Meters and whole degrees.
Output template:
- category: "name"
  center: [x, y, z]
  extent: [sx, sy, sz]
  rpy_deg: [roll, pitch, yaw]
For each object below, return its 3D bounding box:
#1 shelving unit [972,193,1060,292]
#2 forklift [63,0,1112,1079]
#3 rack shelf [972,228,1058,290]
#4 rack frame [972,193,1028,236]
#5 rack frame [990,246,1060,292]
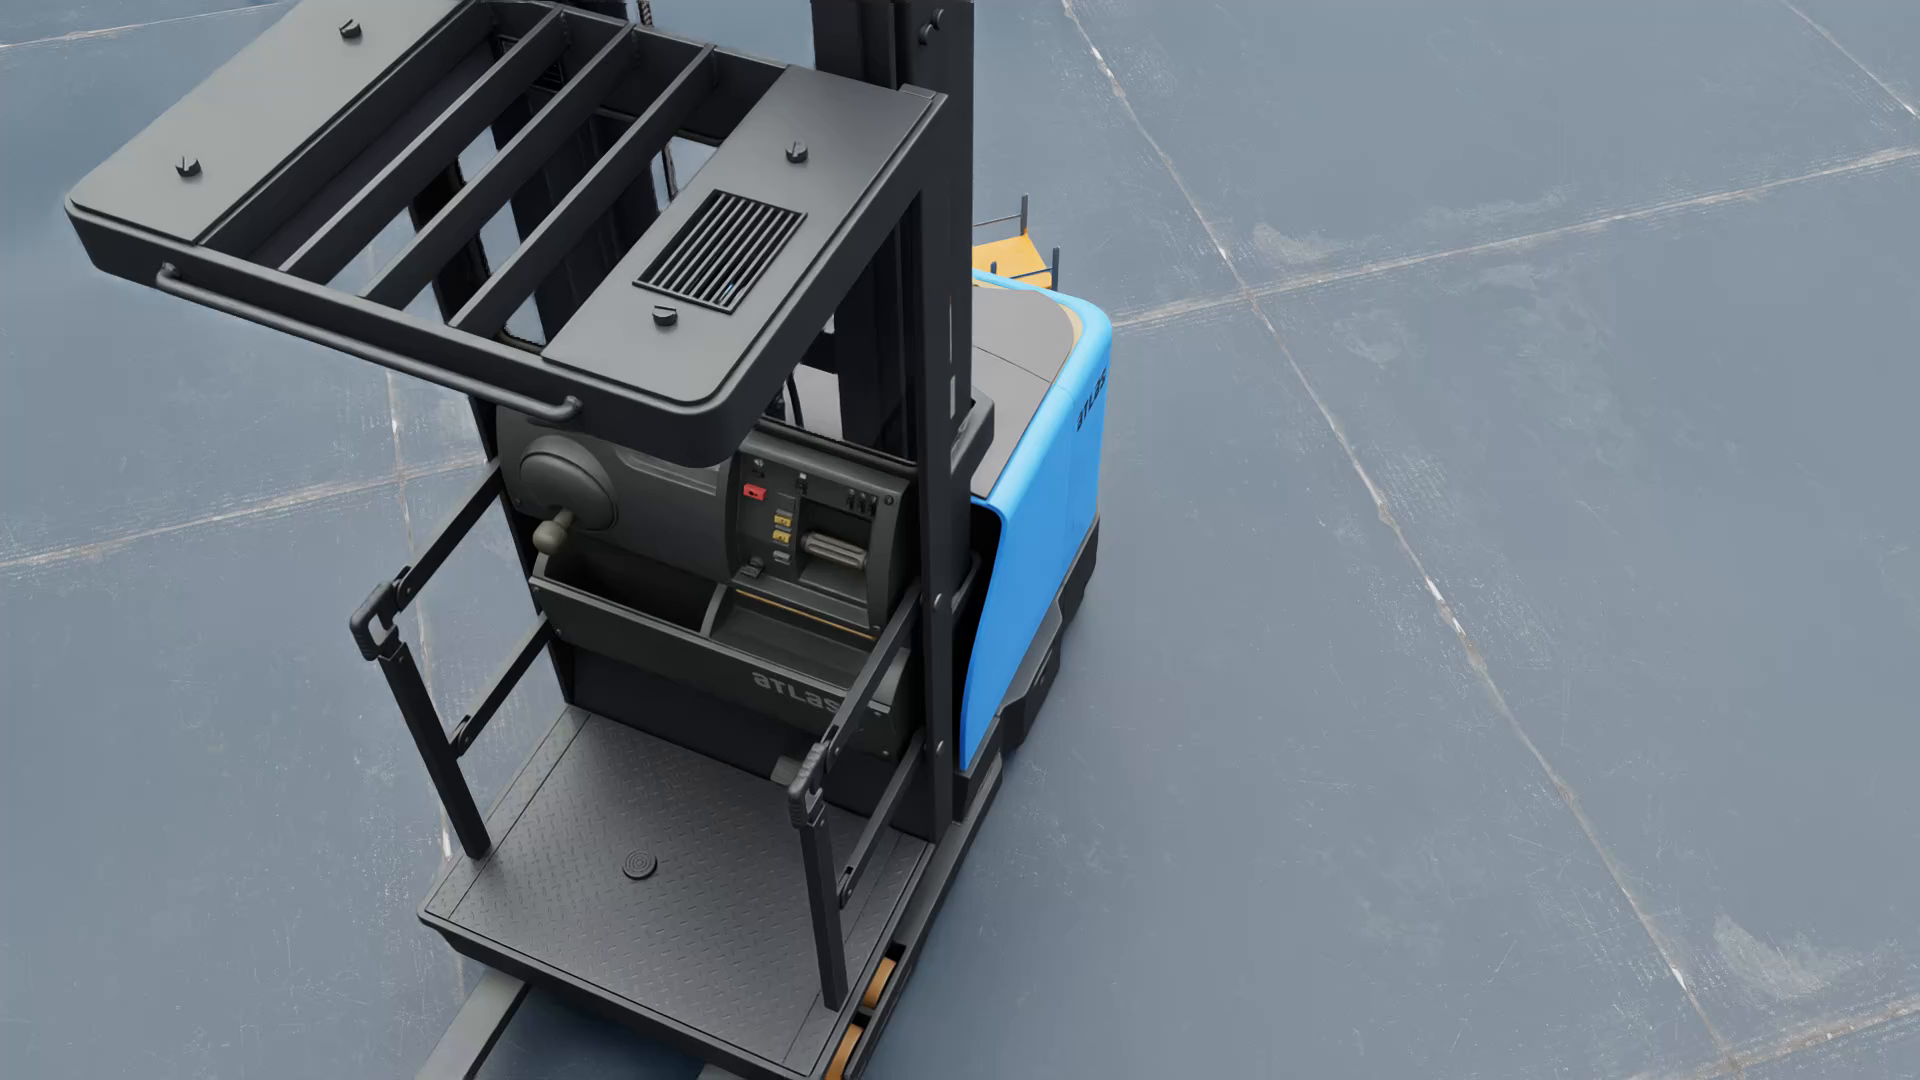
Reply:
- category: "shelving unit"
  center: [0.137, -0.526, 5.007]
  extent: [0.215, 1.050, 0.252]
  rpy_deg: [-15, 52, -12]
- category: "forklift"
  center: [-0.636, 0.022, 3.315]
  extent: [1.130, 2.935, 3.031]
  rpy_deg: [18, 52, 15]
- category: "rack shelf"
  center: [0.137, -0.703, 4.798]
  extent: [0.215, 0.259, 0.240]
  rpy_deg: [-15, 52, -12]
- category: "rack frame"
  center: [0.097, -0.614, 5.081]
  extent: [0.200, 1.050, 0.008]
  rpy_deg: [-15, 52, -12]
- category: "rack frame"
  center: [0.178, -0.438, 4.933]
  extent: [0.200, 1.050, 0.008]
  rpy_deg: [-15, 52, -12]
